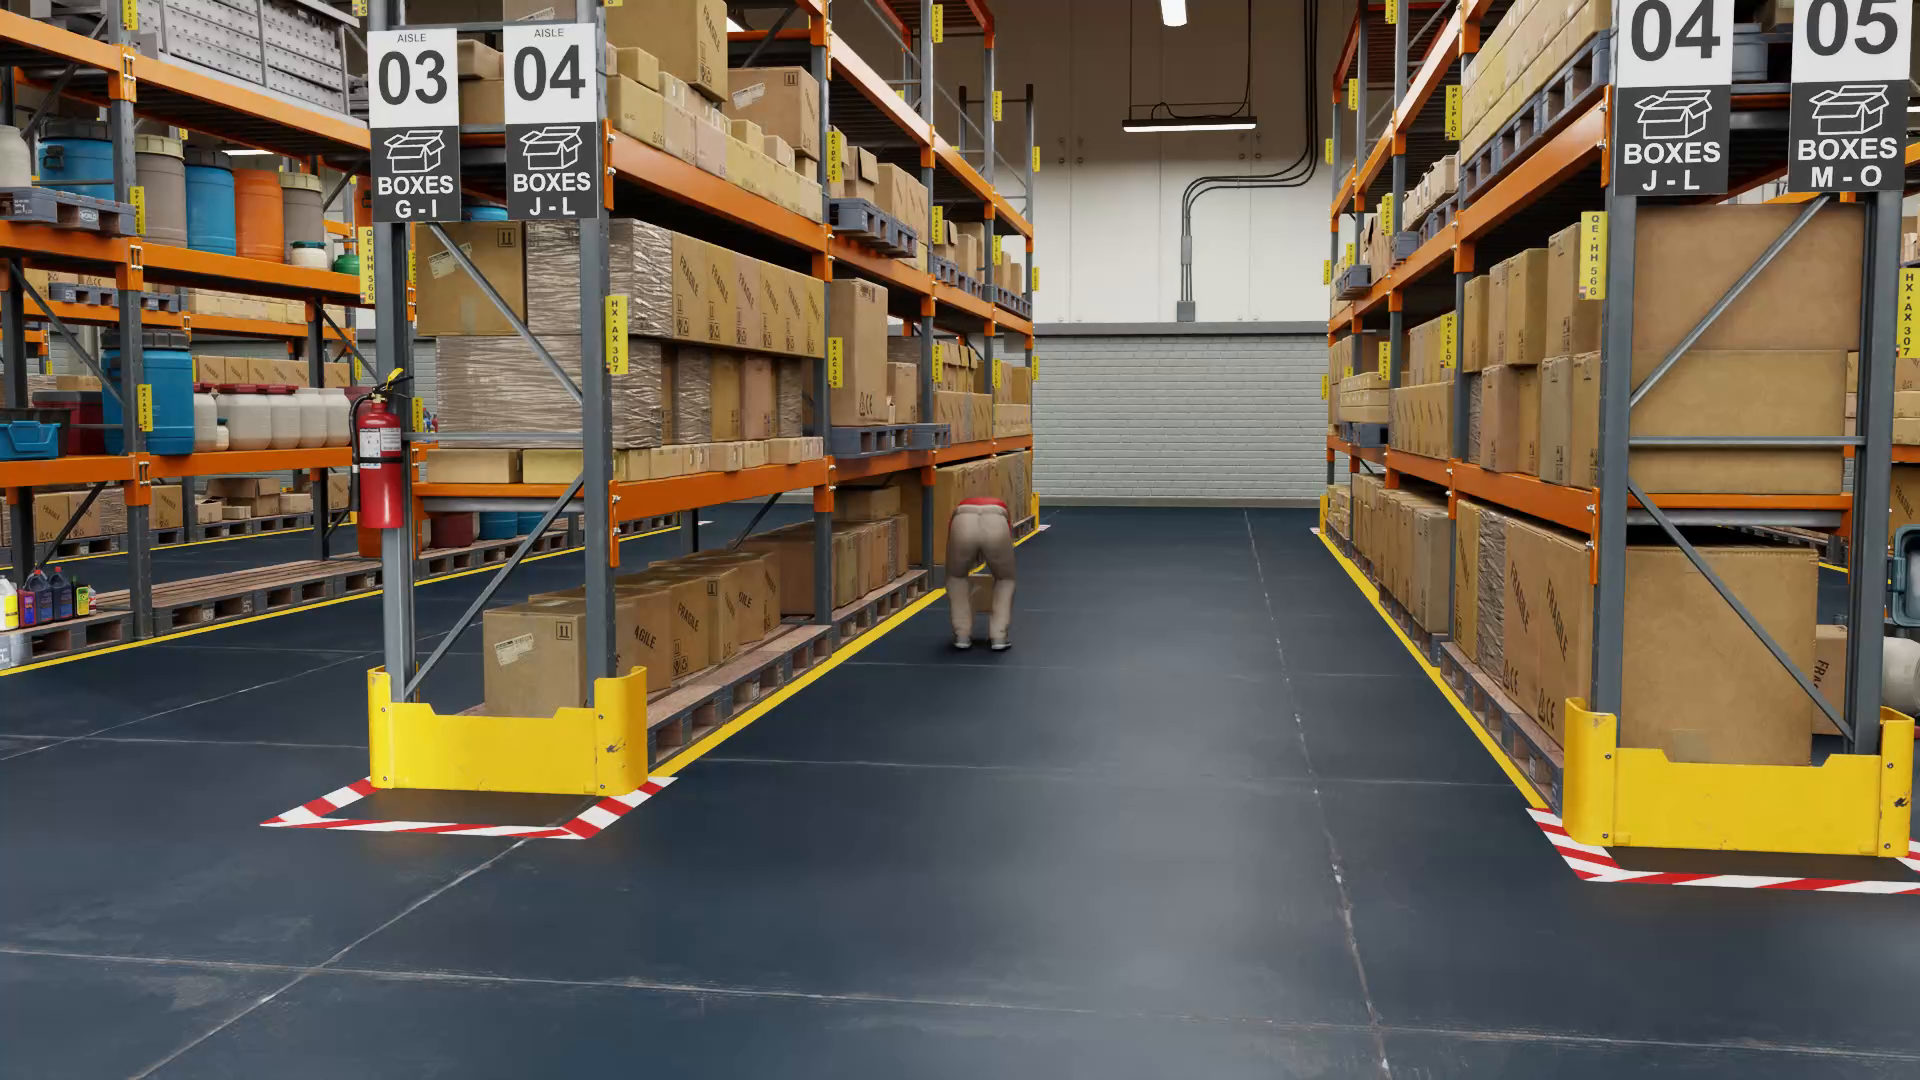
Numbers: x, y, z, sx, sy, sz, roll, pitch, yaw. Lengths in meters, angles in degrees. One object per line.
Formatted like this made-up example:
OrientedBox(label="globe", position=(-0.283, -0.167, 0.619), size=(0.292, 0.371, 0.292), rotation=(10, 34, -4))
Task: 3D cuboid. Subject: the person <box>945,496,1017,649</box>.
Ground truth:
OrientedBox(label="person", position=(0.151, 0.209, 11.538), size=(0.499, 1.038, 0.963), rotation=(0, 4, 3))
